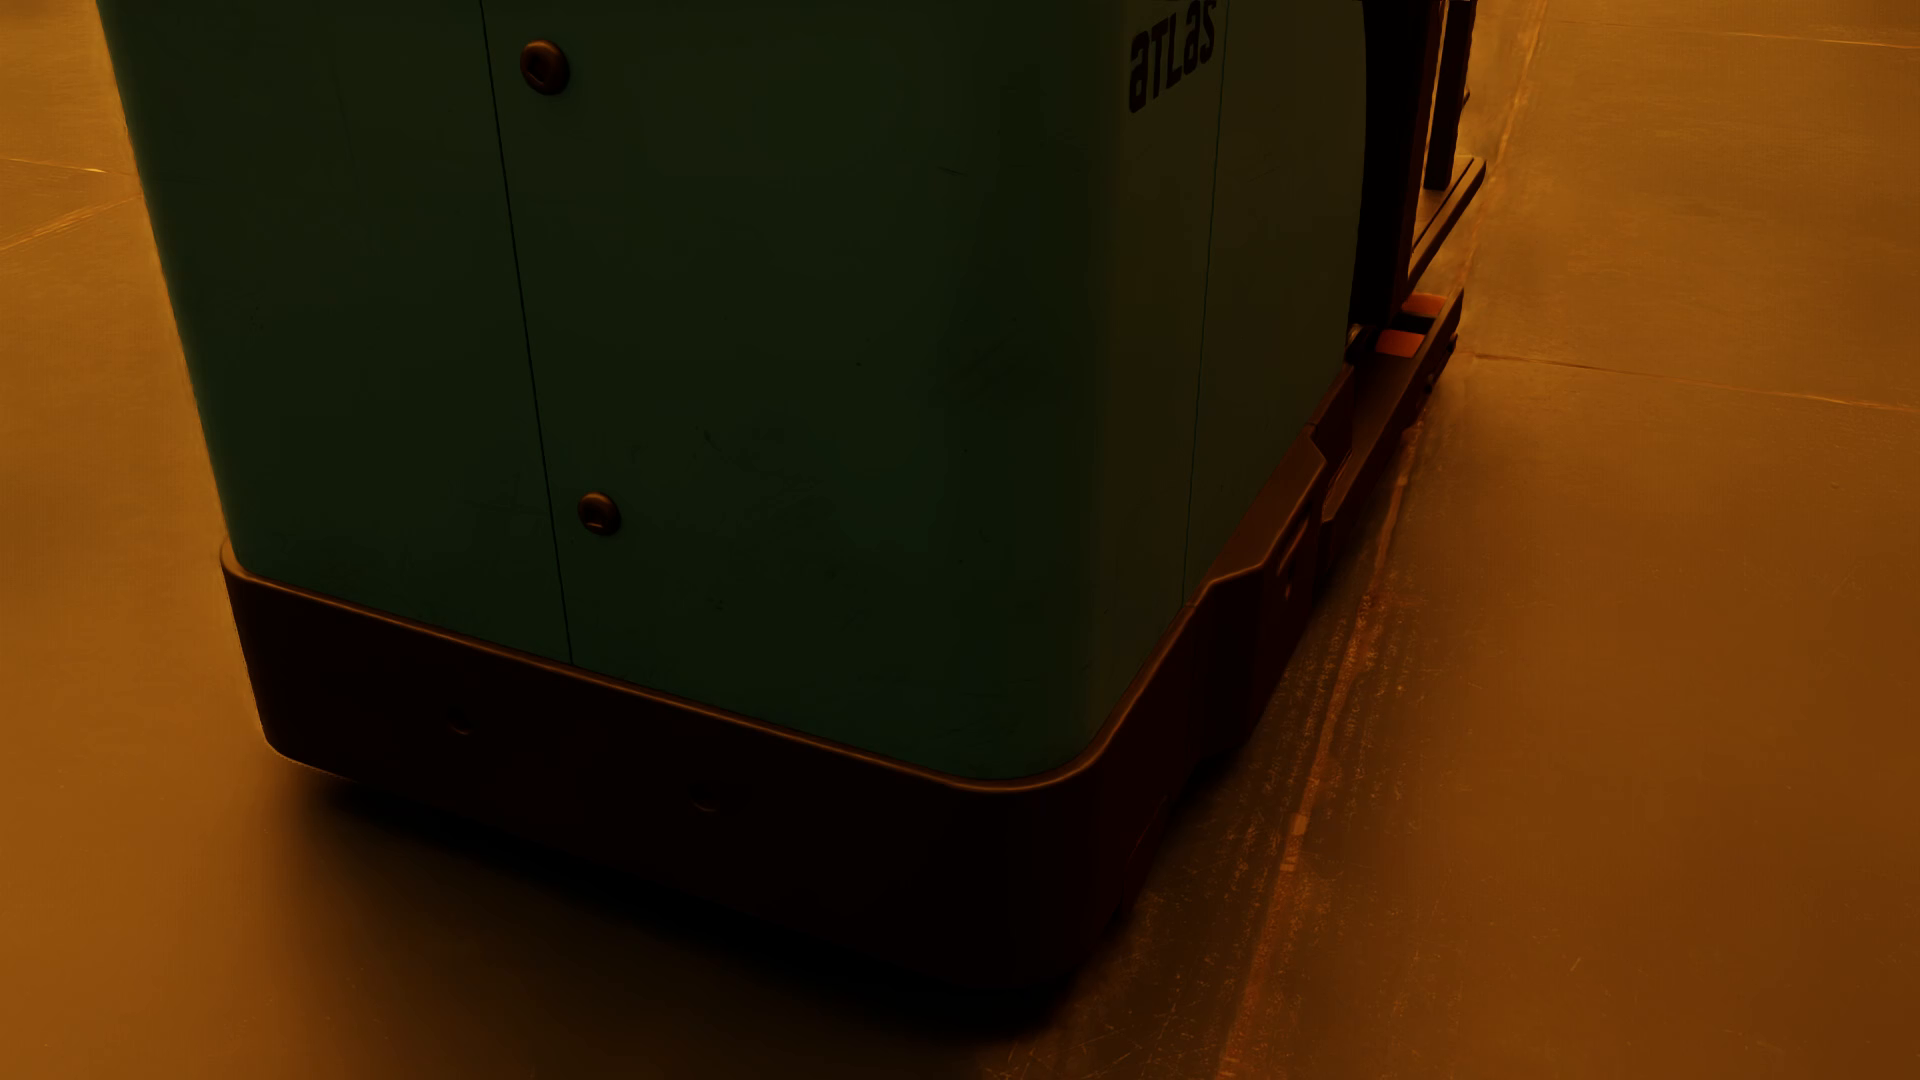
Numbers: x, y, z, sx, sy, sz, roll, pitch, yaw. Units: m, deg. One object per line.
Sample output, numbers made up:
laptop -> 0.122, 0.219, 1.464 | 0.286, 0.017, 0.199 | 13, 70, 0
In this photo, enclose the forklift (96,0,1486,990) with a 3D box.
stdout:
forklift -> 0.253, -1.549, 2.261 | 1.130, 2.935, 3.031 | 13, 32, 22
